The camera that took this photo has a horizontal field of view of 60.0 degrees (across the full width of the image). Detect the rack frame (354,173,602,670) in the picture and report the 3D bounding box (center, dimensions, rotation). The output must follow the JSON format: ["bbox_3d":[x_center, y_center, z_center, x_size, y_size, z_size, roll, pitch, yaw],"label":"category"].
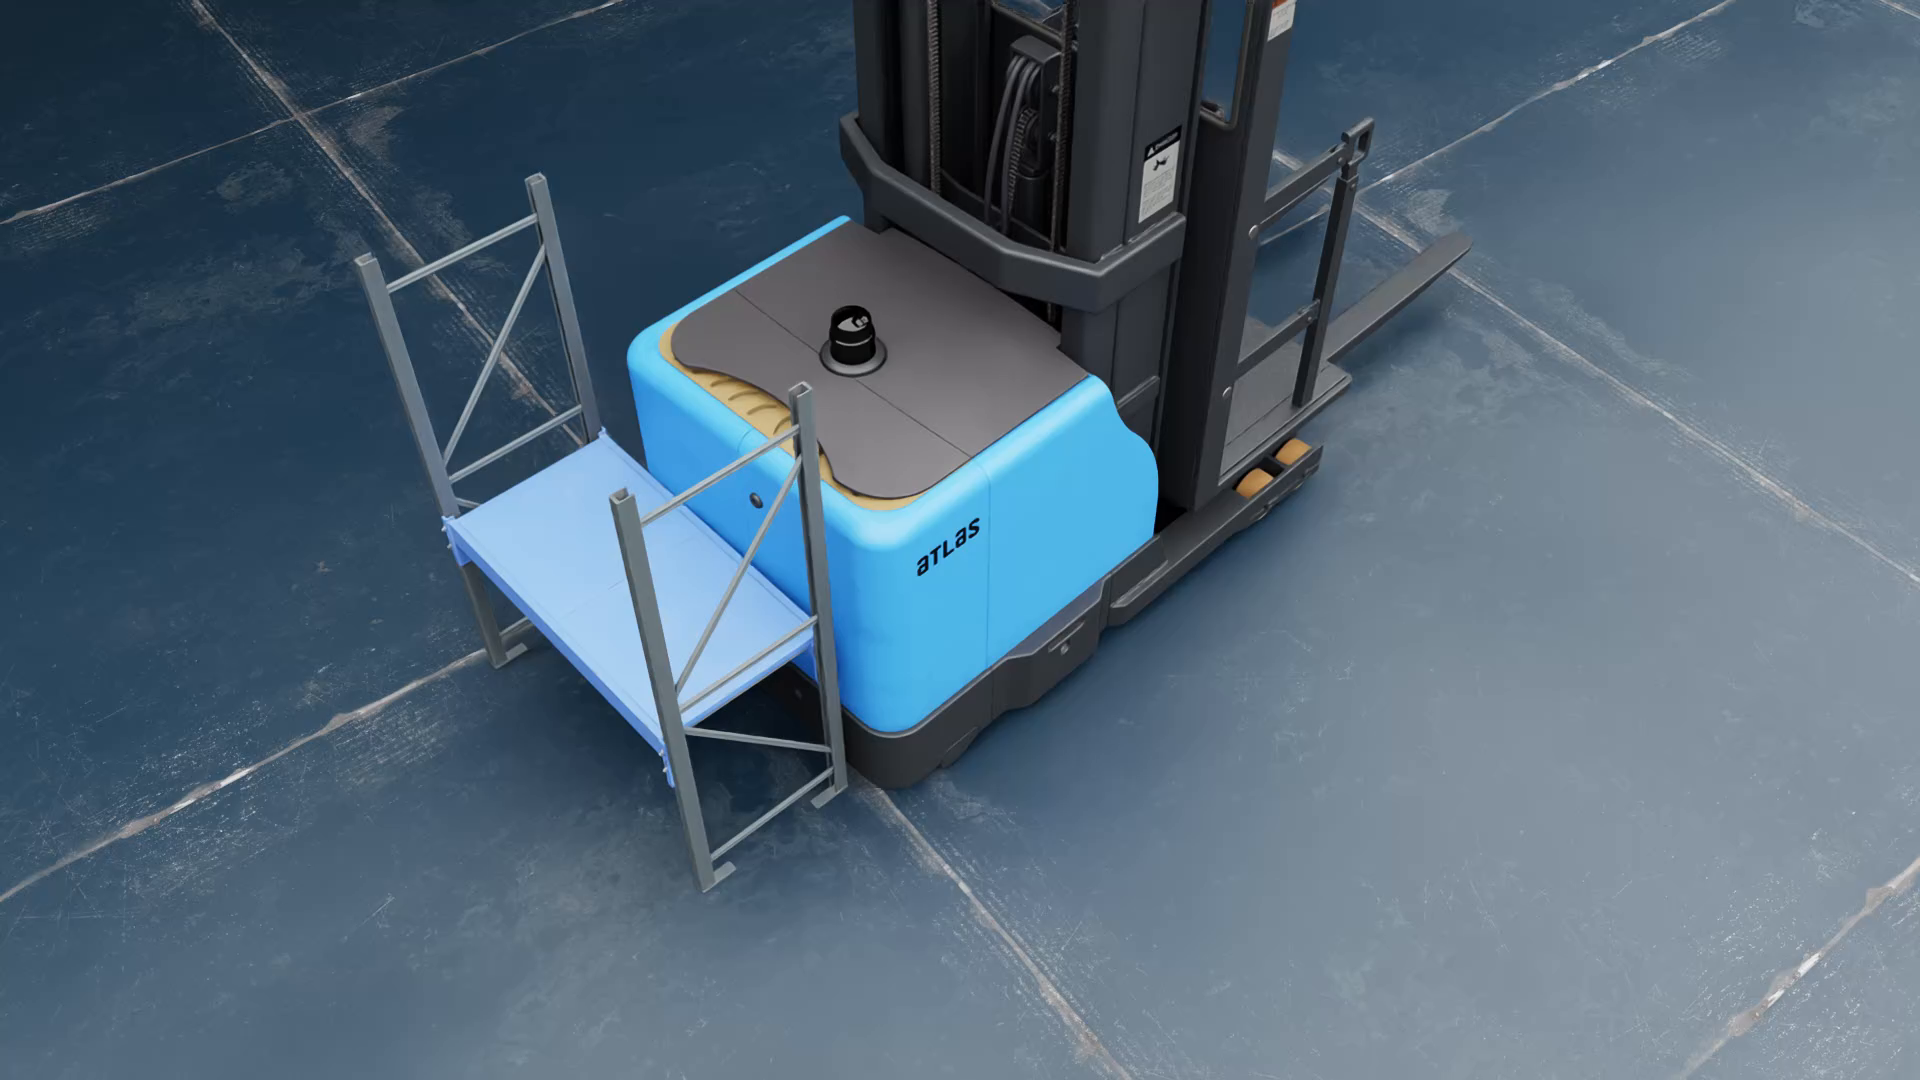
[{"bbox_3d":[-1.194,-0.255,4.468,0.500,1.500,0.032,-34,56,-27],"label":"rack frame"}]

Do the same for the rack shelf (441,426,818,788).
[{"bbox_3d":[-0.850,0.143,4.351,0.538,0.185,1.000,-34,56,-27],"label":"rack shelf"}]

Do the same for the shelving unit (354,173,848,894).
[{"bbox_3d":[-0.850,0.023,4.217,0.538,1.500,1.048,-34,56,-27],"label":"shelving unit"}]

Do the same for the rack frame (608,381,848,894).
[{"bbox_3d":[-0.505,0.300,3.966,0.500,1.500,0.032,-34,56,-27],"label":"rack frame"}]

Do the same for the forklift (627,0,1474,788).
[{"bbox_3d":[0.523,-1.291,4.442,3.031,2.935,1.130,-36,57,-28],"label":"forklift"}]
